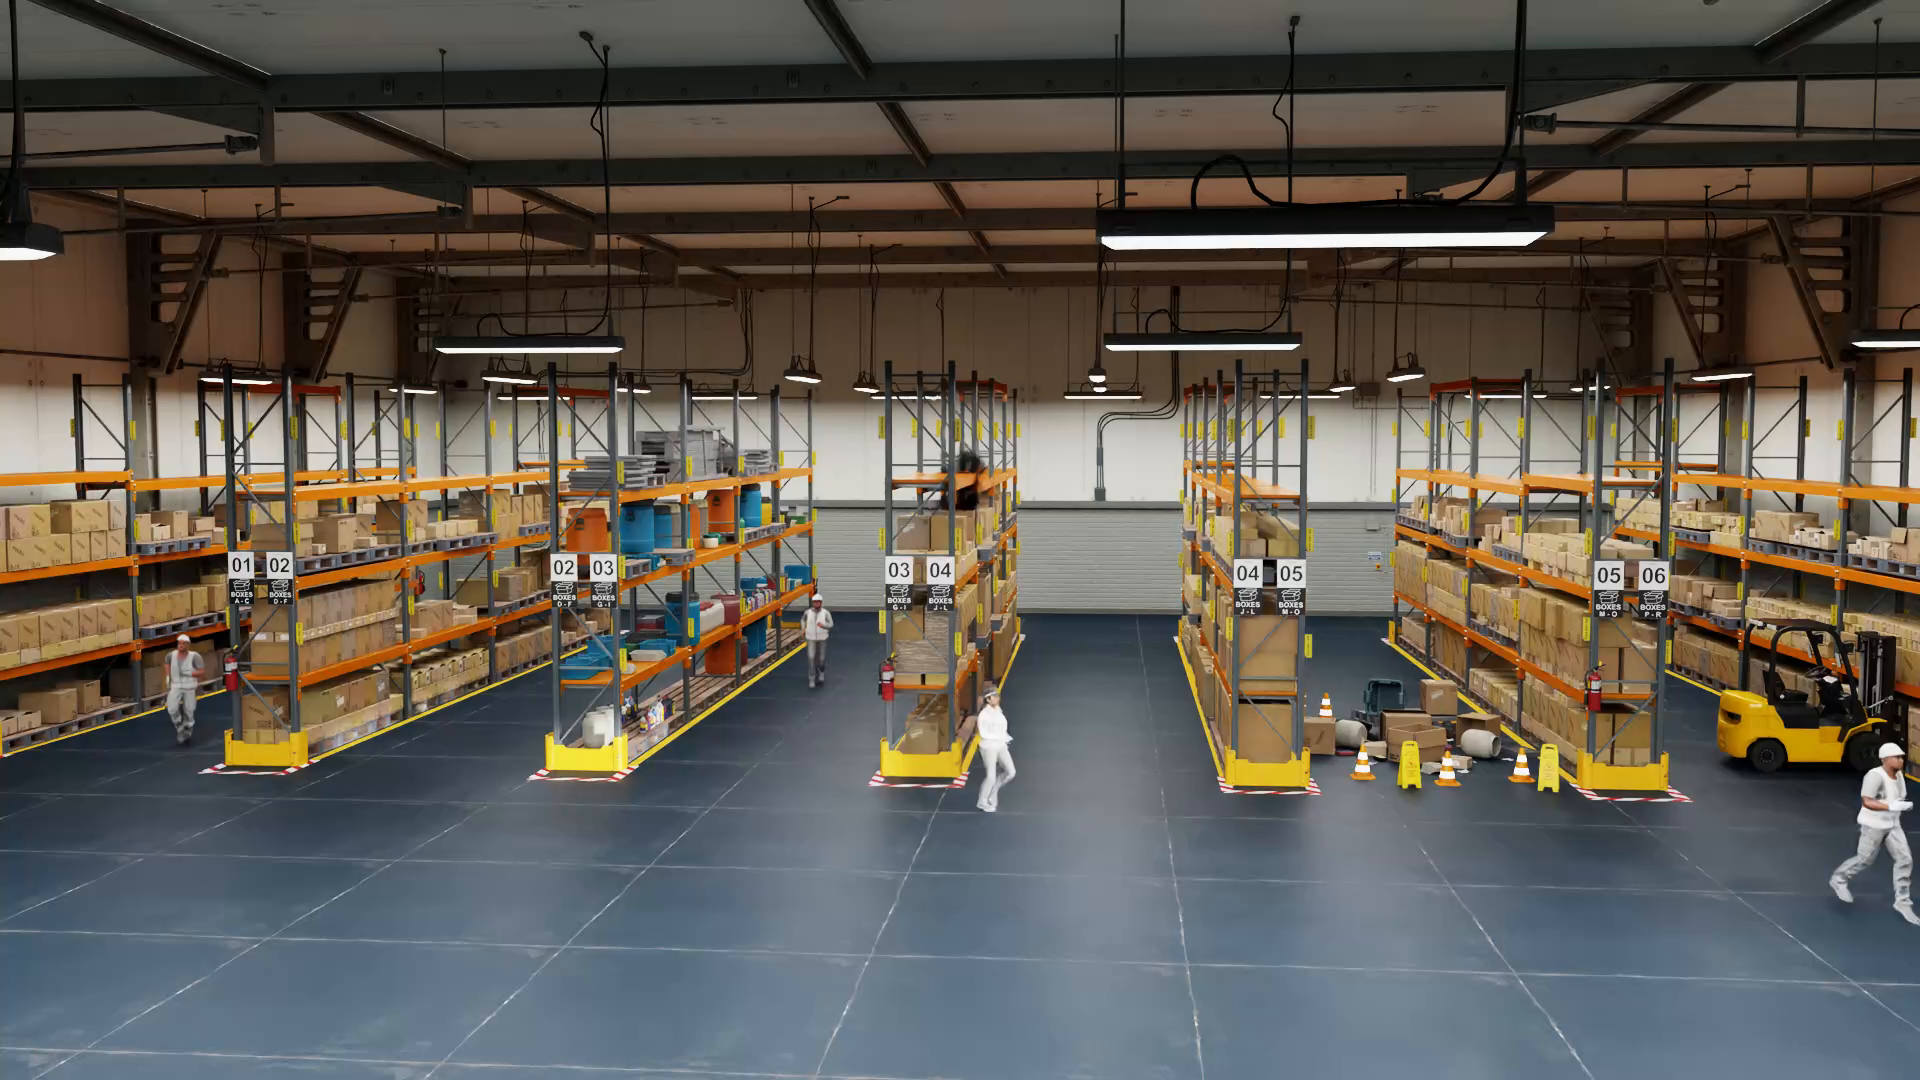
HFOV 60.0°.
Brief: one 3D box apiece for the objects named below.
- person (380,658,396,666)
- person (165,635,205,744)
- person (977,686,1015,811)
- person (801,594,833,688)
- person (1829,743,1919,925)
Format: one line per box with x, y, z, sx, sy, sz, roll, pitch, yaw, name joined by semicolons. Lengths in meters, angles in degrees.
-11.282;1.975;32.664;0.698;1.735;0.633;0;4;1;person
-12.366;2.372;26.484;0.647;1.751;0.735;-1;4;-12;person
0.479;2.732;21.792;0.584;1.660;0.595;3;5;39;person
-2.800;1.948;32.562;0.645;1.784;0.904;0;4;-3;person
9.500;2.983;17.222;0.711;1.818;0.969;-2;4;-30;person
